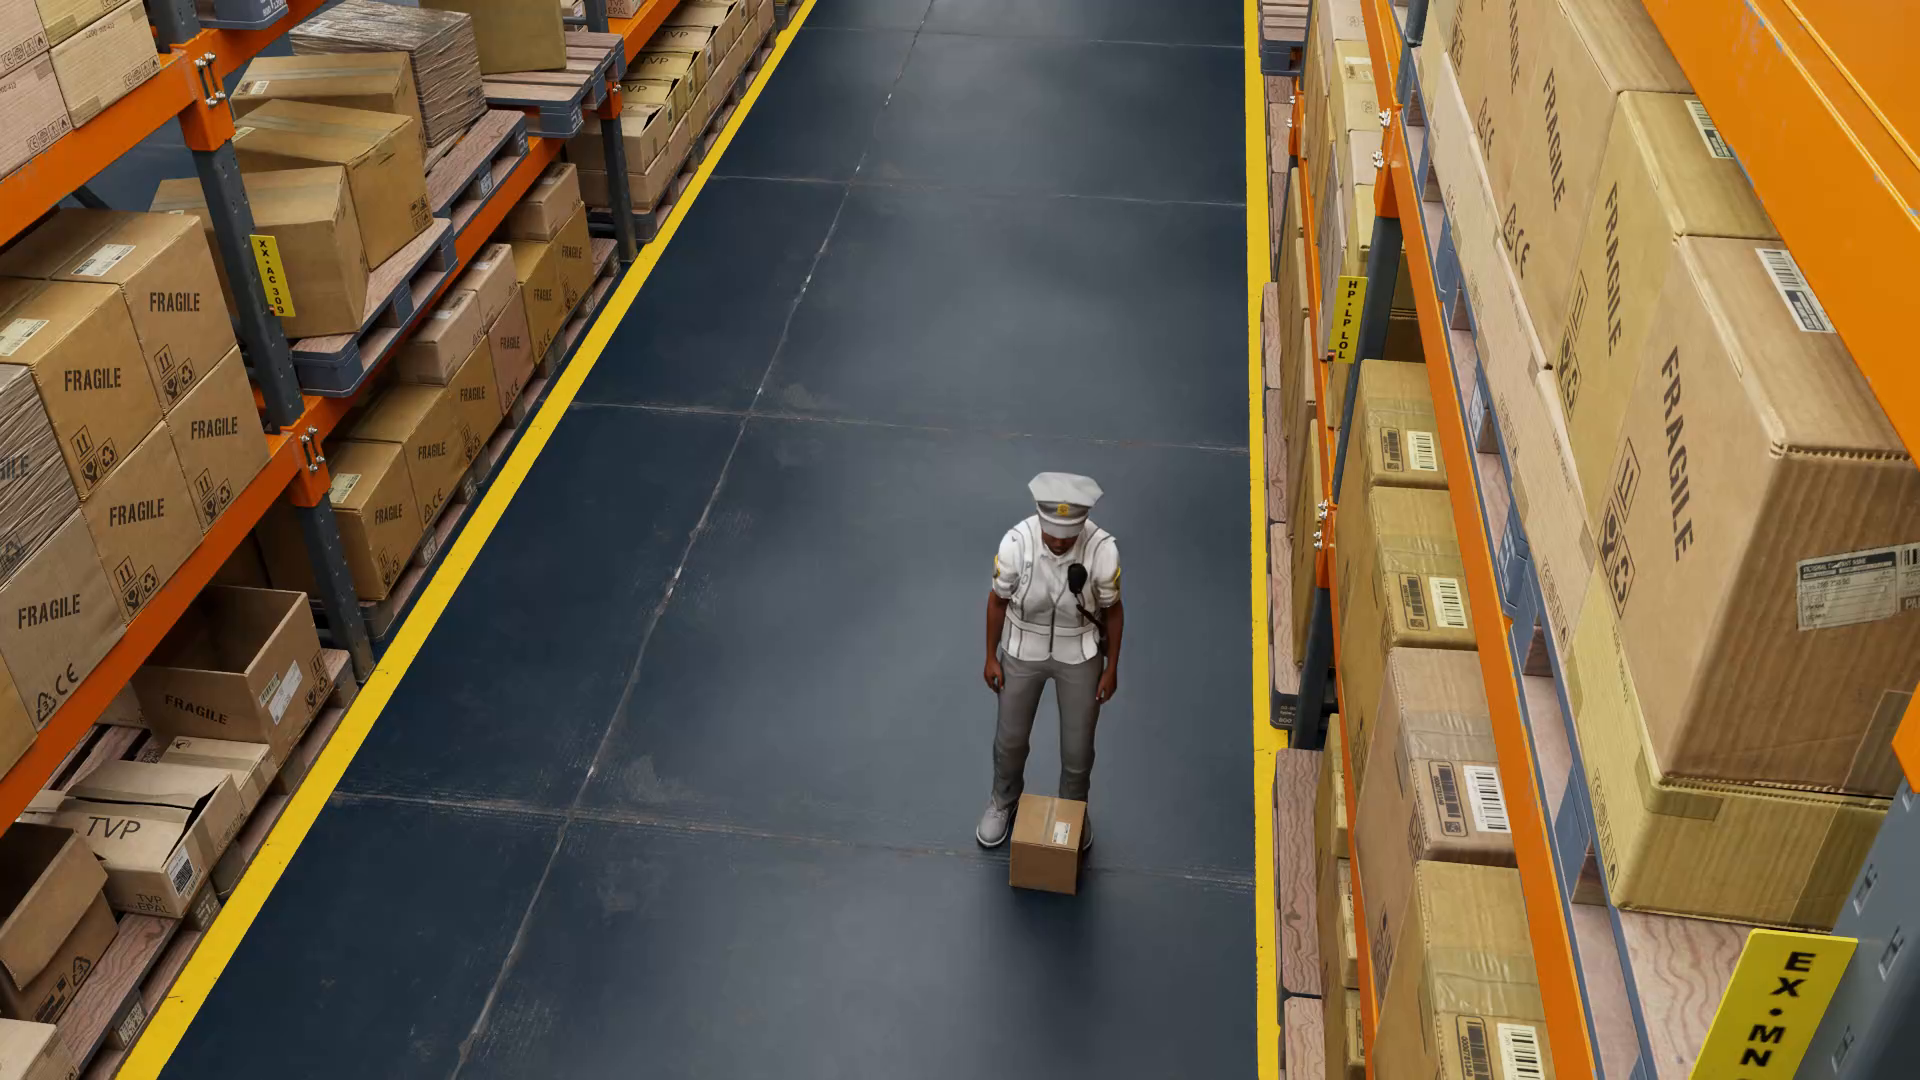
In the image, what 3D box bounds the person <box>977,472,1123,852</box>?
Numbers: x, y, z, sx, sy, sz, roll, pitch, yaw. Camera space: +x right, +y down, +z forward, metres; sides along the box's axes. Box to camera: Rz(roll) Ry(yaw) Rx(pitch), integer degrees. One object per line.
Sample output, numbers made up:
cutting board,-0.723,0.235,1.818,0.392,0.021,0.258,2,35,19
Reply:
person,0.329,0.438,6.052,0.507,1.659,0.392,5,37,6
